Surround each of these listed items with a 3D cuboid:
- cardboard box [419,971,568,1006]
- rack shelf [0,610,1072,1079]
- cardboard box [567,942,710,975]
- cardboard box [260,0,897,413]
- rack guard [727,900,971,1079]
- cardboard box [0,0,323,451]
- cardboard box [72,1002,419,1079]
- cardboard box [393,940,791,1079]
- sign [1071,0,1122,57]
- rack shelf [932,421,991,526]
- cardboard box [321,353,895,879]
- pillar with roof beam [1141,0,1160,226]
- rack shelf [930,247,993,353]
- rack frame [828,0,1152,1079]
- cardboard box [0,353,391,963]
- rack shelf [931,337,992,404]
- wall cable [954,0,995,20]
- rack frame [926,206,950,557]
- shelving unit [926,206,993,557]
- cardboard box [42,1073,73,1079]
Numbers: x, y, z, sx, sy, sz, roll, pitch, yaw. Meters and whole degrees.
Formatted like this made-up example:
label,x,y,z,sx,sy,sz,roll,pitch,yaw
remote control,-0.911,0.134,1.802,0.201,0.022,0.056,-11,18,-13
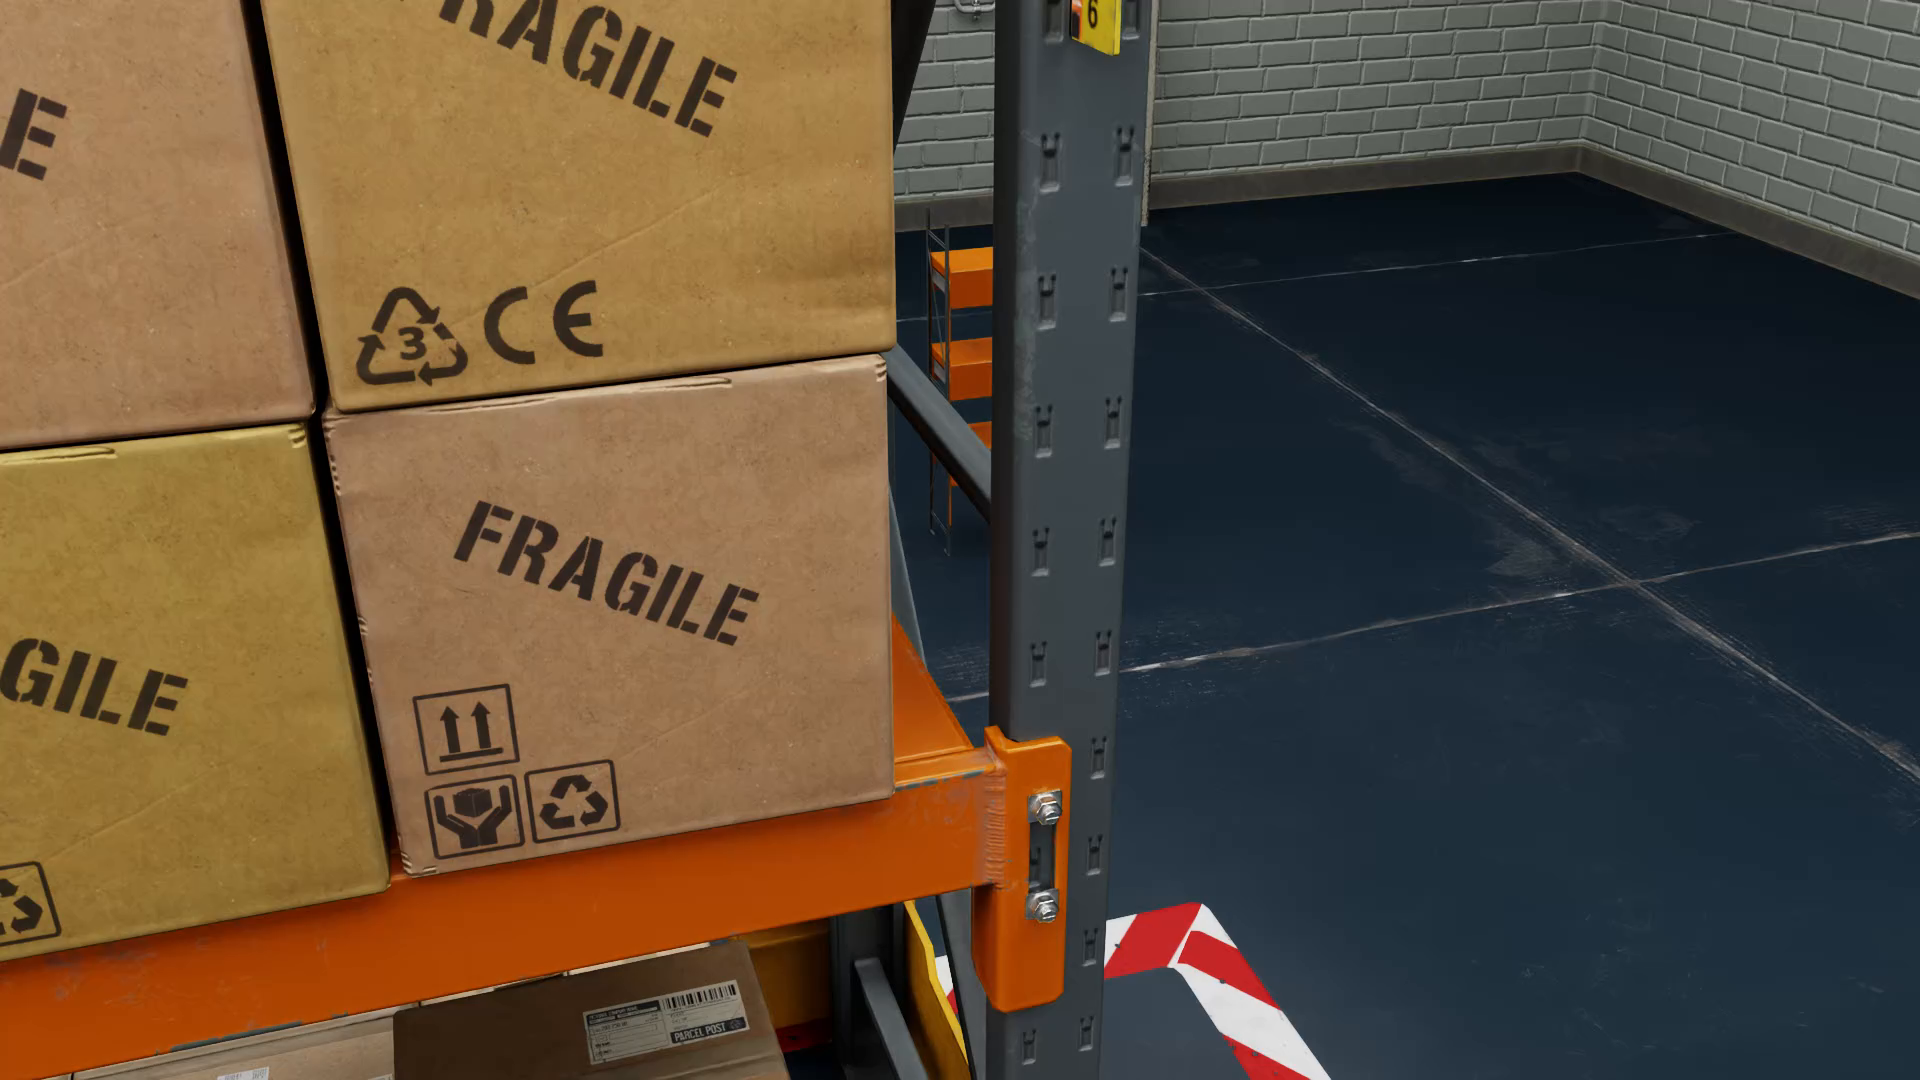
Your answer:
label,x,y,z,sx,sy,sz,roll,pitch,yaw
cardboard box,-0.778,0.865,2.826,0.250,0.166,0.380,-8,28,-16
rack shelf,-1.937,0.444,1.791,4.000,0.370,1.077,-8,28,-16
cardboard box,-0.540,0.839,2.899,0.250,0.149,0.380,-8,28,-16
cardboard box,-0.374,-0.469,1.584,0.500,0.500,0.500,-8,28,-17
rack guard,-0.108,0.976,2.721,0.348,0.500,1.175,-8,28,-16
cardboard box,-0.854,-0.399,1.443,0.500,0.500,0.500,-7,27,-15
cardboard box,-1.116,0.905,2.652,0.500,0.250,0.500,-8,28,-16
cardboard box,-0.476,0.948,2.284,0.500,0.500,0.500,-8,28,-16
sign,0.117,-0.576,1.380,0.005,0.325,0.100,-8,28,-16
rack shelf,0.051,-0.219,5.160,0.240,0.259,0.215,-8,28,-16
cardboard box,-0.377,-0.022,1.808,0.500,0.500,0.500,-7,27,-15
pillar with roof beam,2.059,-3.852,2.889,0.400,9.000,9.100,-8,28,-16
rack shelf,0.051,-0.722,4.910,0.240,0.259,0.215,-8,28,-16
rack frame,-0.036,-0.154,2.186,0.127,3.000,1.000,-8,28,-16
cardboard box,-0.869,0.051,1.661,0.500,0.500,0.500,-8,28,-16
rack shelf,0.051,-0.468,5.036,0.240,0.259,0.215,-8,28,-16
wall cable,-0.648,-3.279,7.339,1.851,1.984,0.084,-8,28,-16
rack frame,-0.065,-0.461,4.998,0.008,1.050,0.200,-8,28,-16
shelving unit,0.051,-0.478,5.031,0.252,1.050,0.215,-8,28,-16
cardboard box,-1.591,0.973,2.513,0.500,0.250,0.500,-8,28,-16
